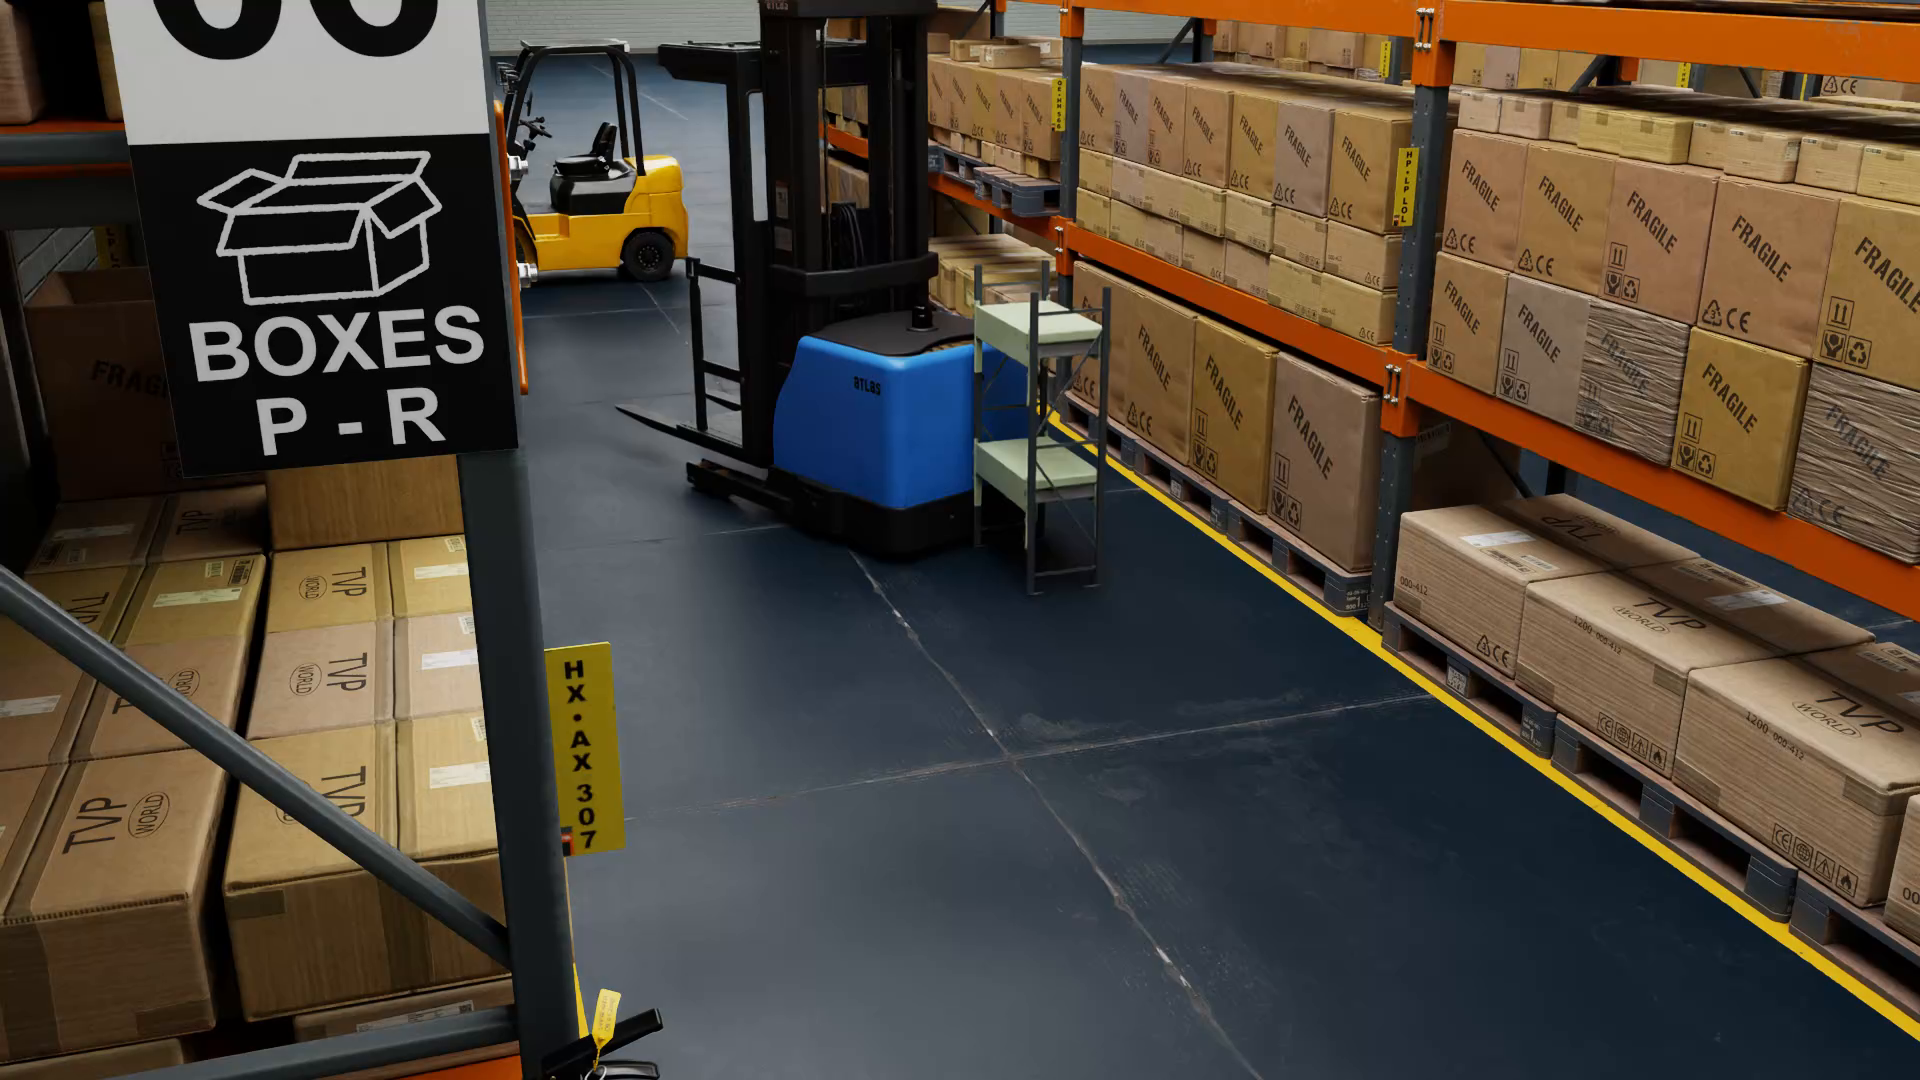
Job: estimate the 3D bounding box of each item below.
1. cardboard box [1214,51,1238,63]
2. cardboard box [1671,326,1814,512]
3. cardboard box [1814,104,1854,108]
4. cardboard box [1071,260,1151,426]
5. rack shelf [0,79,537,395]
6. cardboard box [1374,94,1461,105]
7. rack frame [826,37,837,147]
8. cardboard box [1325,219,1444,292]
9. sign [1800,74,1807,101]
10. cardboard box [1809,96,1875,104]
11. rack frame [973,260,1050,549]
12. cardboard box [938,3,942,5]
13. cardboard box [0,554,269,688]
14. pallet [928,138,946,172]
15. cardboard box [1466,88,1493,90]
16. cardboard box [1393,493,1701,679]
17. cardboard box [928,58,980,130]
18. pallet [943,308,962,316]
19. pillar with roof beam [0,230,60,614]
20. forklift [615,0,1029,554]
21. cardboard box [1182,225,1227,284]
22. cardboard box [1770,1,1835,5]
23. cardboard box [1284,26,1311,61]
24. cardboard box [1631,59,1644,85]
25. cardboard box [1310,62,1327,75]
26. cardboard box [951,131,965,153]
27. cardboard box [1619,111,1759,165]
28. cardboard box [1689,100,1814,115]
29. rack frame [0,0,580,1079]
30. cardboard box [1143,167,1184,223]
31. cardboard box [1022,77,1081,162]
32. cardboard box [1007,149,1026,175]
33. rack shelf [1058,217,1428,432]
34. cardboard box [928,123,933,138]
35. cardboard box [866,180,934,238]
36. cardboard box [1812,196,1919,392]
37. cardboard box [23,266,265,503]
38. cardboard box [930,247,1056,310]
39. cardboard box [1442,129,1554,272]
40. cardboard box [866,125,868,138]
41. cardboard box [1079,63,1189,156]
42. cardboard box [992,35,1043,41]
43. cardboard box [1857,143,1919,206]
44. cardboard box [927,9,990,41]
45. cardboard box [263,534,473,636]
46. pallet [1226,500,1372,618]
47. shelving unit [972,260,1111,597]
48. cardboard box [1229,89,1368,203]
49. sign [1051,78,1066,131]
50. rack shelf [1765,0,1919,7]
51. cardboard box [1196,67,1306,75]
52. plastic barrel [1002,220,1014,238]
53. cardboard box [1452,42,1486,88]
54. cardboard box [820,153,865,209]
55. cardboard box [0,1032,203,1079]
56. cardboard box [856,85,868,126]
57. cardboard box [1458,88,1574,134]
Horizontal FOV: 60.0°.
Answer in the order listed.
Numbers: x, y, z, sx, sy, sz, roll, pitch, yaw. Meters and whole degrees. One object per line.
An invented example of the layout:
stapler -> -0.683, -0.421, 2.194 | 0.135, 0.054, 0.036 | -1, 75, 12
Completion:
cardboard box -> 3.458, -5.412, 19.324 | 0.875, 0.550, 0.550 | -6, 21, -17
cardboard box -> 2.768, -0.427, 5.521 | 0.500, 0.500, 0.500 | -6, 21, -16
cardboard box -> 5.934, -2.914, 11.461 | 0.380, 0.149, 0.250 | -7, 21, -18
cardboard box -> 1.284, -1.297, 10.612 | 0.875, 0.875, 0.875 | -7, 21, -18
rack shelf -> -1.680, -0.949, 3.748 | 1.077, 0.370, 4.000 | -6, 21, -17
cardboard box -> 2.351, -1.896, 8.130 | 0.500, 0.500, 0.500 | -7, 21, -18
rack frame -> -1.369, -4.897, 18.113 | 1.000, 3.000, 0.127 | -6, 21, -17
cardboard box -> 2.033, -1.327, 7.655 | 0.500, 0.250, 0.500 | -6, 21, -17
sign -> 6.325, -3.457, 12.507 | 0.100, 0.325, 0.005 | -6, 21, -17
cardboard box -> 6.402, -3.139, 12.089 | 0.380, 0.149, 0.250 | -7, 21, -19
rack frame -> 0.263, -0.686, 8.607 | 0.400, 1.500, 0.023 | -7, 21, -19
cardboard box -> -0.591, -5.098, 16.605 | 0.700, 0.500, 0.500 | -7, 21, -18
cardboard box -> -1.760, 0.252, 3.559 | 0.500, 0.250, 0.500 | -6, 21, -15
pallet -> -0.010, -3.262, 13.846 | 1.003, 0.211, 1.213 | -6, 21, -17
cardboard box -> 4.780, -3.699, 14.629 | 0.500, 0.500, 0.500 | -6, 21, -17
cardboard box -> 2.498, 0.175, 7.161 | 0.875, 0.438, 0.875 | -7, 21, -18
cardboard box -> 0.064, -3.496, 13.004 | 0.500, 0.500, 0.500 | -7, 21, -18
pallet -> 0.521, -1.659, 13.224 | 1.003, 0.211, 1.213 | -6, 21, -17
pillar with roof beam -> 1.142, -3.479, 5.291 | 9.100, 9.000, 0.400 | -6, 21, -17
forklift -> -0.949, -1.726, 9.386 | 1.130, 2.935, 3.031 | -17, 26, -39
cardboard box -> 1.556, -1.586, 9.115 | 0.500, 0.250, 0.500 | -6, 21, -17
cardboard box -> 8.893, -5.439, 17.555 | 0.500, 0.500, 0.500 | -6, 21, -17
cardboard box -> 3.976, -5.394, 17.677 | 0.875, 0.550, 0.500 | -6, 21, -17
cardboard box -> 5.521, -3.713, 13.190 | 0.700, 0.500, 0.500 | -7, 21, -18
cardboard box -> 4.176, -4.719, 17.397 | 0.875, 0.550, 0.550 | -6, 21, -17
cardboard box -> 0.145, -3.061, 12.751 | 0.380, 0.149, 0.250 | -6, 20, -15
cardboard box -> 2.548, -1.408, 5.811 | 0.380, 0.149, 0.250 | -7, 21, -19
cardboard box -> 2.947, -1.548, 6.201 | 0.380, 0.149, 0.250 | -7, 21, -18
rack frame -> -1.048, 0.766, 2.347 | 0.949, 2.616, 0.053 | -6, 21, -17
cardboard box -> 1.377, -1.978, 9.470 | 0.500, 0.250, 0.500 | -6, 21, -17
cardboard box -> 0.739, -2.831, 11.151 | 0.500, 0.500, 0.500 | -7, 21, -19
cardboard box -> 0.544, -2.644, 11.590 | 0.380, 0.149, 0.250 | -7, 21, -18
rack shelf -> 1.774, -1.349, 9.300 | 1.077, 0.370, 4.000 | -6, 21, -17
cardboard box -> -0.168, -3.401, 13.698 | 0.380, 0.149, 0.250 | -6, 21, -16
cardboard box -> -0.553, -3.031, 15.256 | 0.500, 0.500, 0.500 | -7, 21, -18
cardboard box -> 2.938, -0.733, 4.894 | 0.500, 0.500, 0.500 | -6, 21, -17
cardboard box -> -2.093, -0.434, 4.359 | 0.500, 0.500, 0.500 | -7, 21, -19
cardboard box -> 0.285, -2.176, 13.803 | 0.950, 0.372, 0.625 | -5, 20, -14
cardboard box -> 2.322, -1.385, 6.709 | 0.500, 0.500, 0.500 | -6, 21, -17
cardboard box -> -0.660, -3.819, 15.482 | 0.380, 0.149, 0.250 | -7, 21, -18
cardboard box -> 1.068, -2.663, 10.267 | 0.500, 0.500, 0.500 | -7, 21, -19
cardboard box -> 0.477, -3.960, 13.334 | 0.380, 0.149, 0.250 | -7, 21, -19
cardboard box -> 2.904, -1.083, 4.908 | 0.380, 0.149, 0.250 | -6, 21, -16
cardboard box -> -0.044, -4.435, 14.760 | 0.700, 0.500, 0.500 | -7, 21, -18
cardboard box -> -1.259, 0.198, 3.709 | 0.500, 0.250, 0.500 | -7, 21, -18
pallet -> 2.089, 0.027, 8.530 | 1.003, 0.211, 1.213 | -6, 21, -17
shelving unit -> 0.389, -0.570, 8.284 | 0.431, 1.500, 0.755 | -7, 21, -19
cardboard box -> 1.714, -2.011, 8.450 | 0.500, 0.500, 0.500 | -6, 21, -16
sign -> 0.633, -2.777, 10.614 | 0.100, 0.325, 0.005 | -6, 21, -17
rack shelf -> 6.441, -3.320, 10.348 | 1.077, 0.370, 4.000 | -6, 21, -17
cardboard box -> 1.725, -2.546, 9.939 | 0.500, 0.500, 0.500 | -6, 21, -16
plastic barrel -> 0.717, -3.183, 17.151 | 0.512, 0.421, 0.421 | 8, 21, 20
cardboard box -> 4.881, -4.366, 15.007 | 0.700, 0.500, 0.500 | -7, 21, -18
cardboard box -> -1.202, -3.690, 17.091 | 0.500, 0.500, 0.500 | -7, 21, -19
cardboard box -> -1.410, 0.806, 2.606 | 0.380, 0.149, 0.250 | -7, 21, -18
cardboard box -> -0.656, -4.081, 15.253 | 0.500, 0.500, 0.500 | -6, 21, -15
cardboard box -> 2.256, -1.740, 6.737 | 0.380, 0.149, 0.250 | -7, 21, -18
